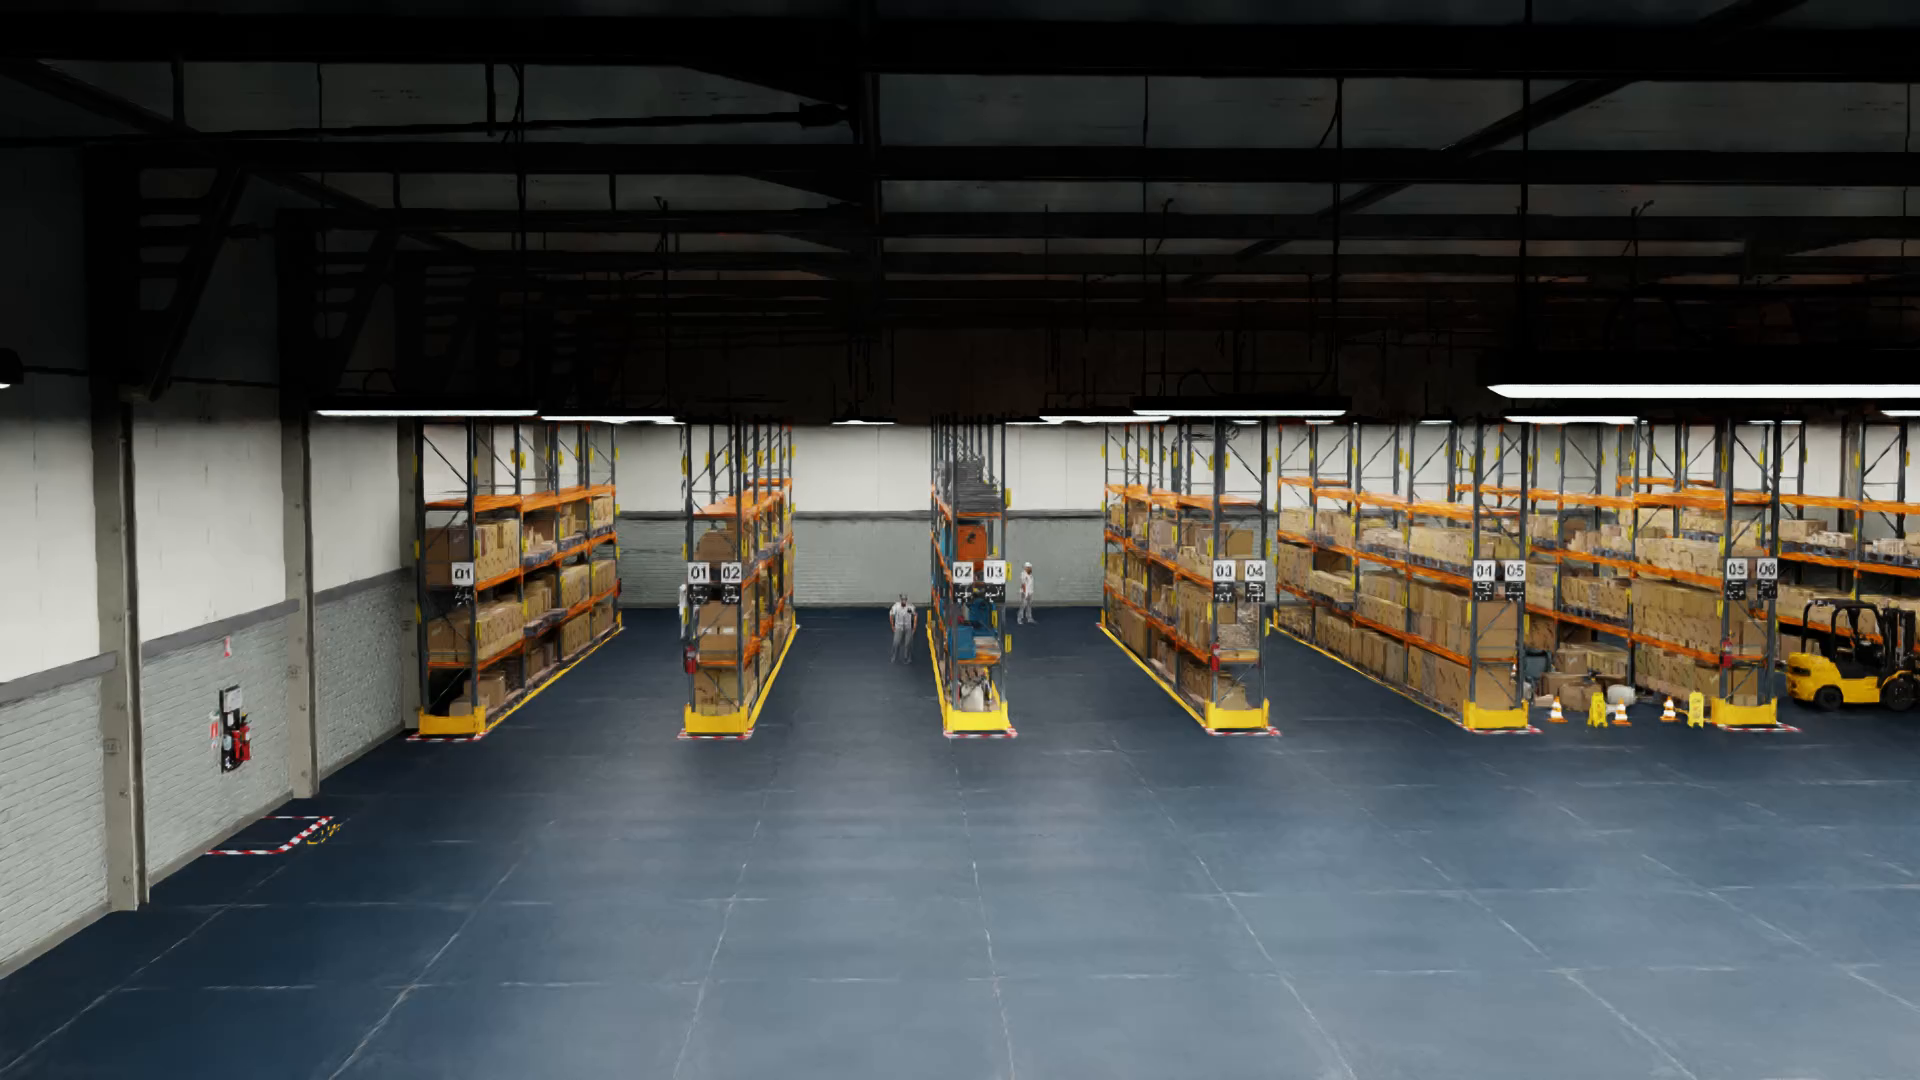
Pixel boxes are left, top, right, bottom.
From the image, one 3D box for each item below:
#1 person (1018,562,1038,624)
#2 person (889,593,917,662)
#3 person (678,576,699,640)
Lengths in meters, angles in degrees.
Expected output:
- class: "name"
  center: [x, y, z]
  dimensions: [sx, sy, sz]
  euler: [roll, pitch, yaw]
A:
- class: "person"
  center: [1.939, 1.541, 48.268]
  dimensions: [0.479, 1.788, 0.642]
  euler: [2, 4, 24]
- class: "person"
  center: [-1.377, 2.122, 40.438]
  dimensions: [0.682, 1.710, 0.538]
  euler: [0, 4, -3]
- class: "person"
  center: [-7.310, 1.809, 44.805]
  dimensions: [0.588, 1.696, 1.193]
  euler: [0, 4, -5]
